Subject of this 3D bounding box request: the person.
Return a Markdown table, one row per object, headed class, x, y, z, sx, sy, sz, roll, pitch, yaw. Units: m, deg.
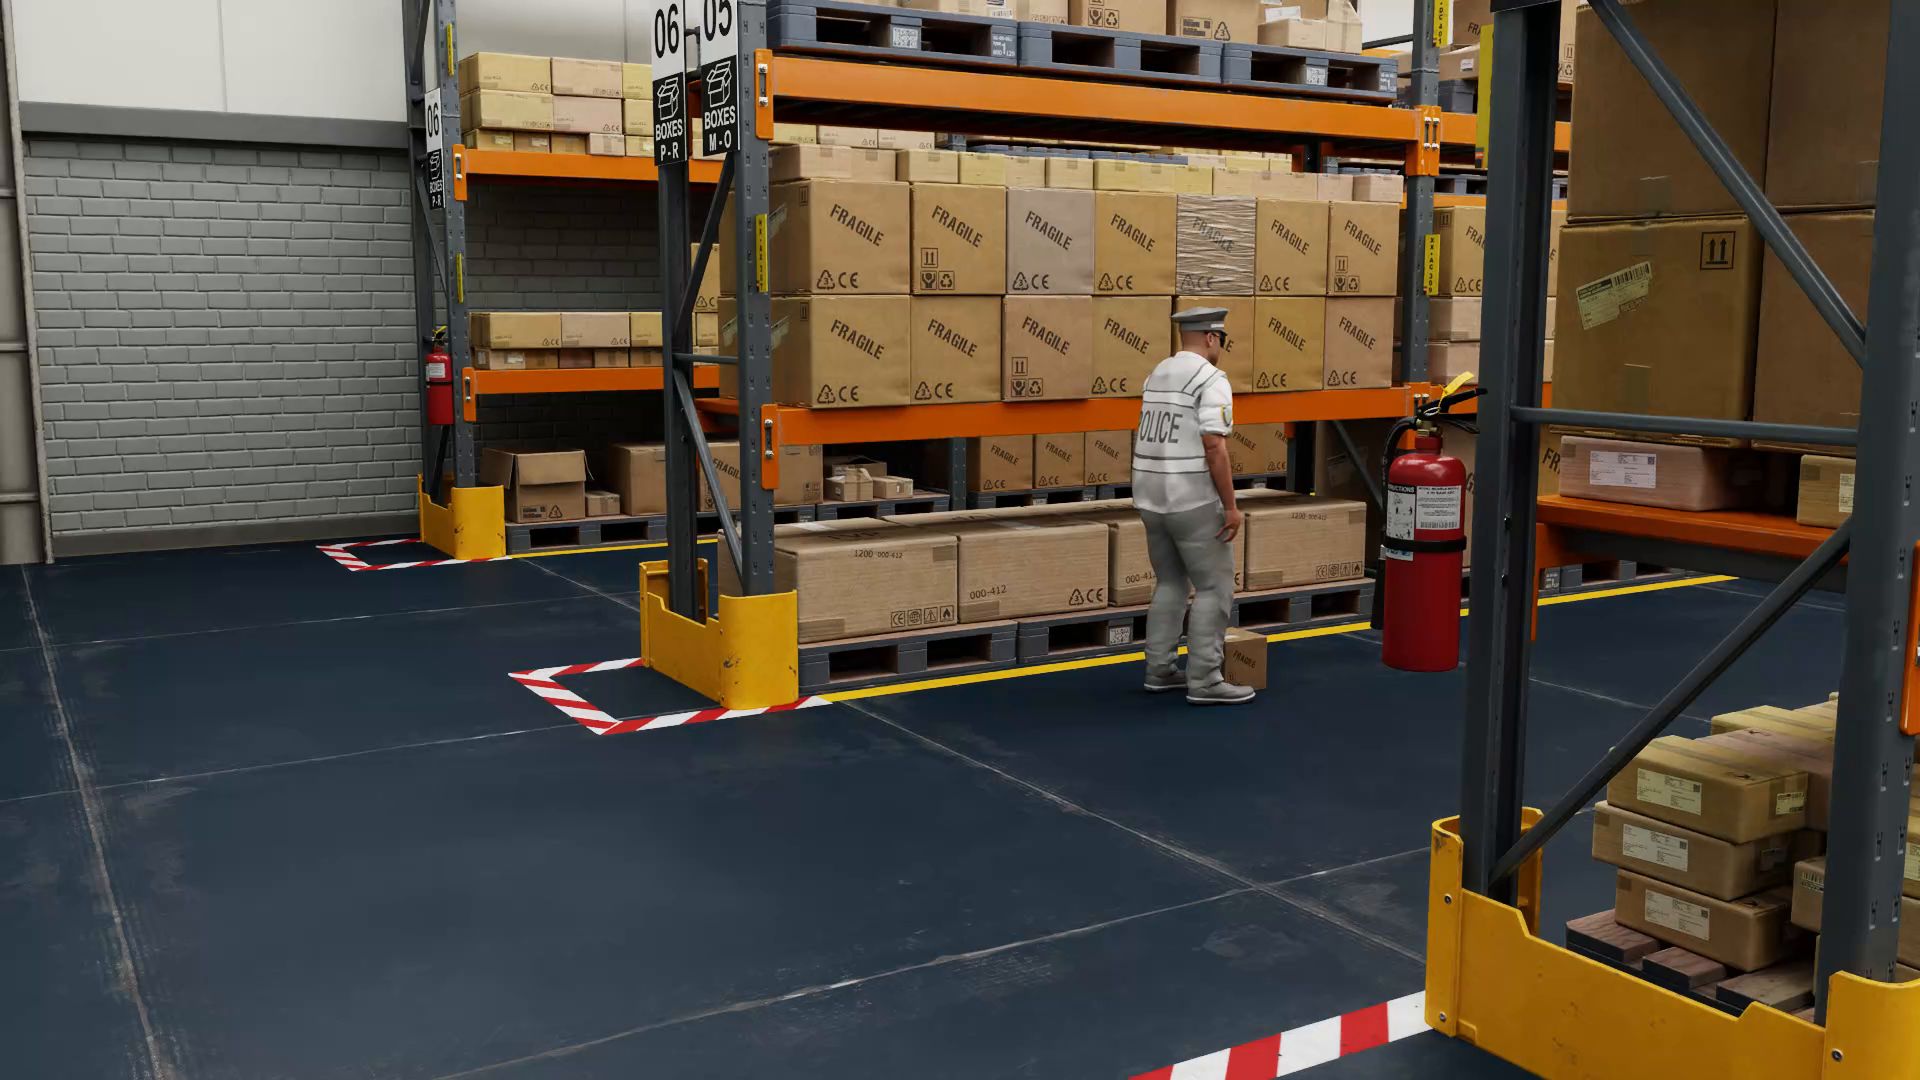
| class | x | y | z | sx | sy | sz | roll | pitch | yaw |
| --- | --- | --- | --- | --- | --- | --- | --- | --- | --- |
| person | 1.012 | -0.162 | 7.437 | 0.437 | 1.747 | 0.583 | -5 | 9 | -32 |
